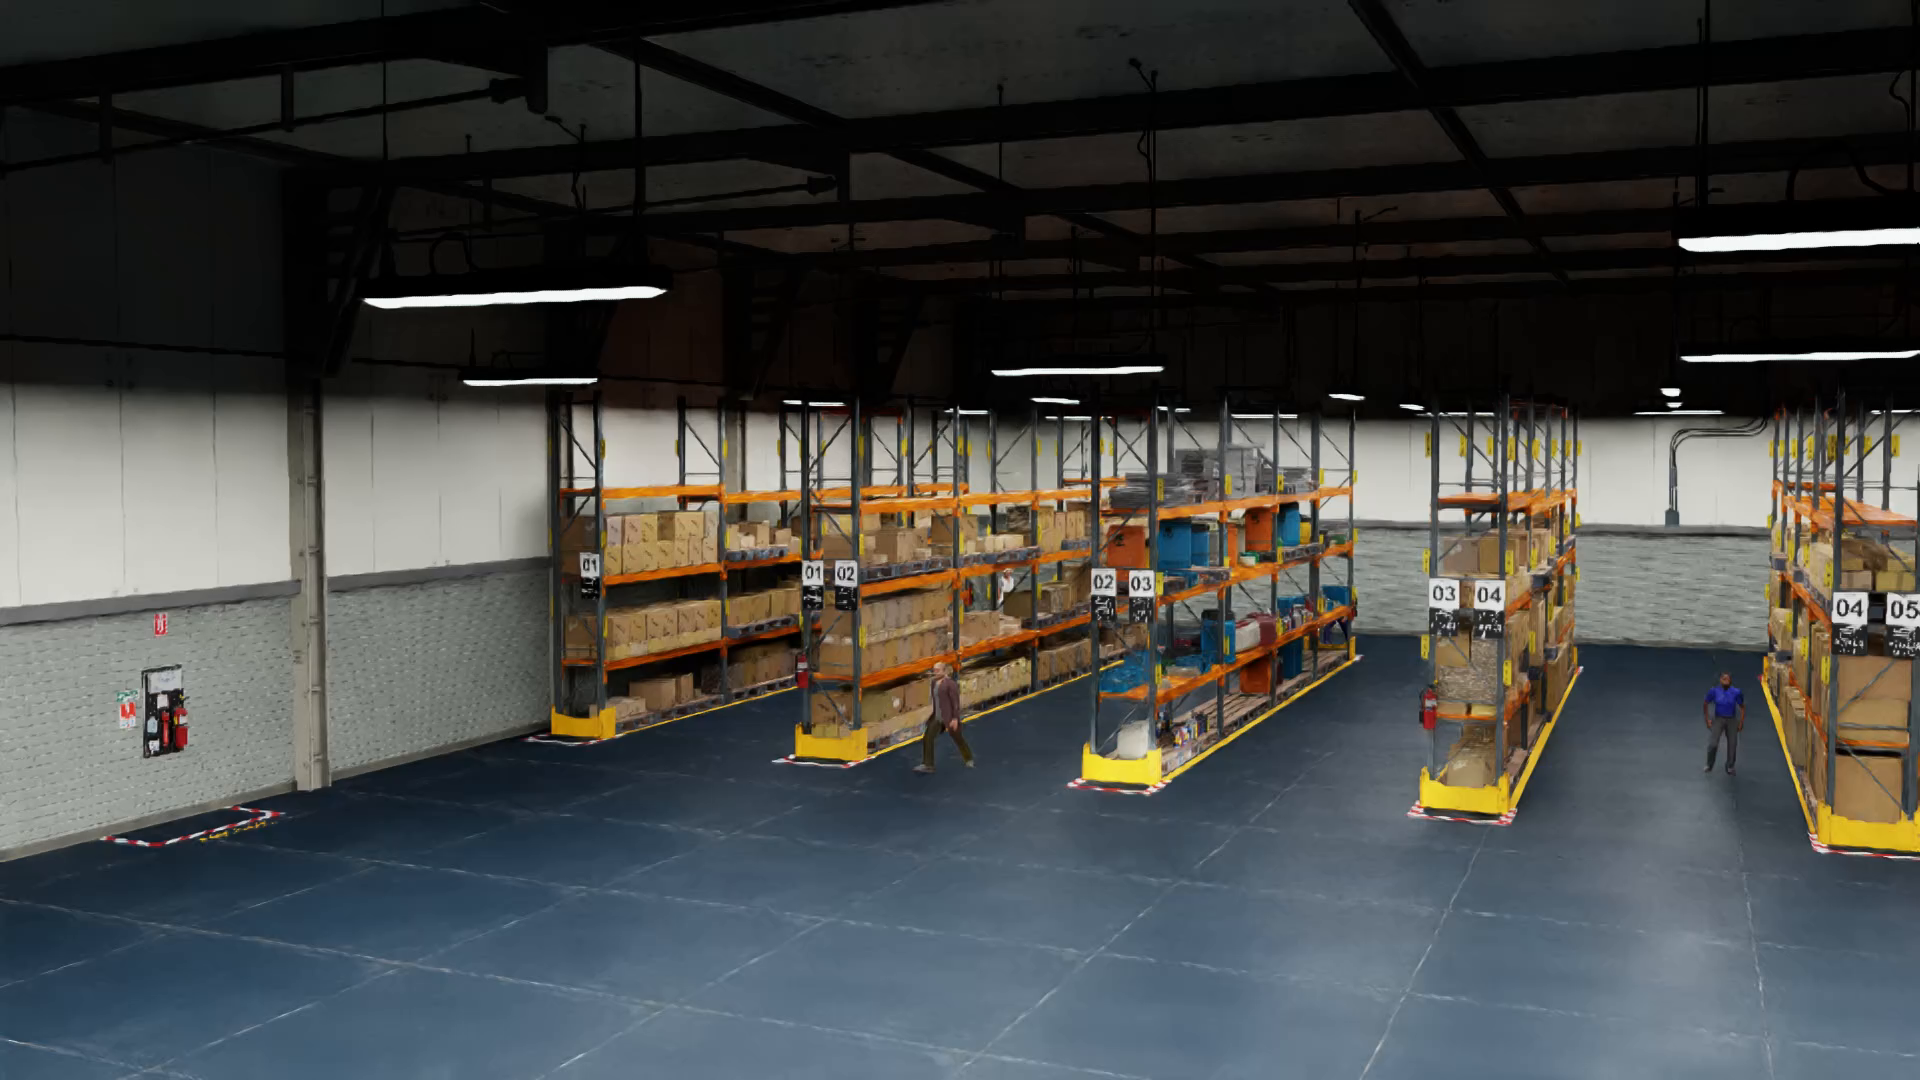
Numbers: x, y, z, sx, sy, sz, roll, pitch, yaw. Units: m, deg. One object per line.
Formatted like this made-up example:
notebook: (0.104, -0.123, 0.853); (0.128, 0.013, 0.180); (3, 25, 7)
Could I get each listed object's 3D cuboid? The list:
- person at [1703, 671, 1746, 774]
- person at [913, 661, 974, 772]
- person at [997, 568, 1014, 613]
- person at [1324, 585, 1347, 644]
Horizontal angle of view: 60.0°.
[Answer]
person: (11.732, 2.797, 25.539); (0.592, 1.604, 0.518); (1, 3, 22)
person: (-0.214, 2.723, 25.714); (0.634, 1.722, 1.045); (3, 4, 43)
person: (1.162, 1.618, 45.229); (0.686, 1.787, 0.461); (-1, 3, -24)
person: (9.476, 1.905, 41.725); (0.944, 1.589, 0.526); (-3, 4, -43)
